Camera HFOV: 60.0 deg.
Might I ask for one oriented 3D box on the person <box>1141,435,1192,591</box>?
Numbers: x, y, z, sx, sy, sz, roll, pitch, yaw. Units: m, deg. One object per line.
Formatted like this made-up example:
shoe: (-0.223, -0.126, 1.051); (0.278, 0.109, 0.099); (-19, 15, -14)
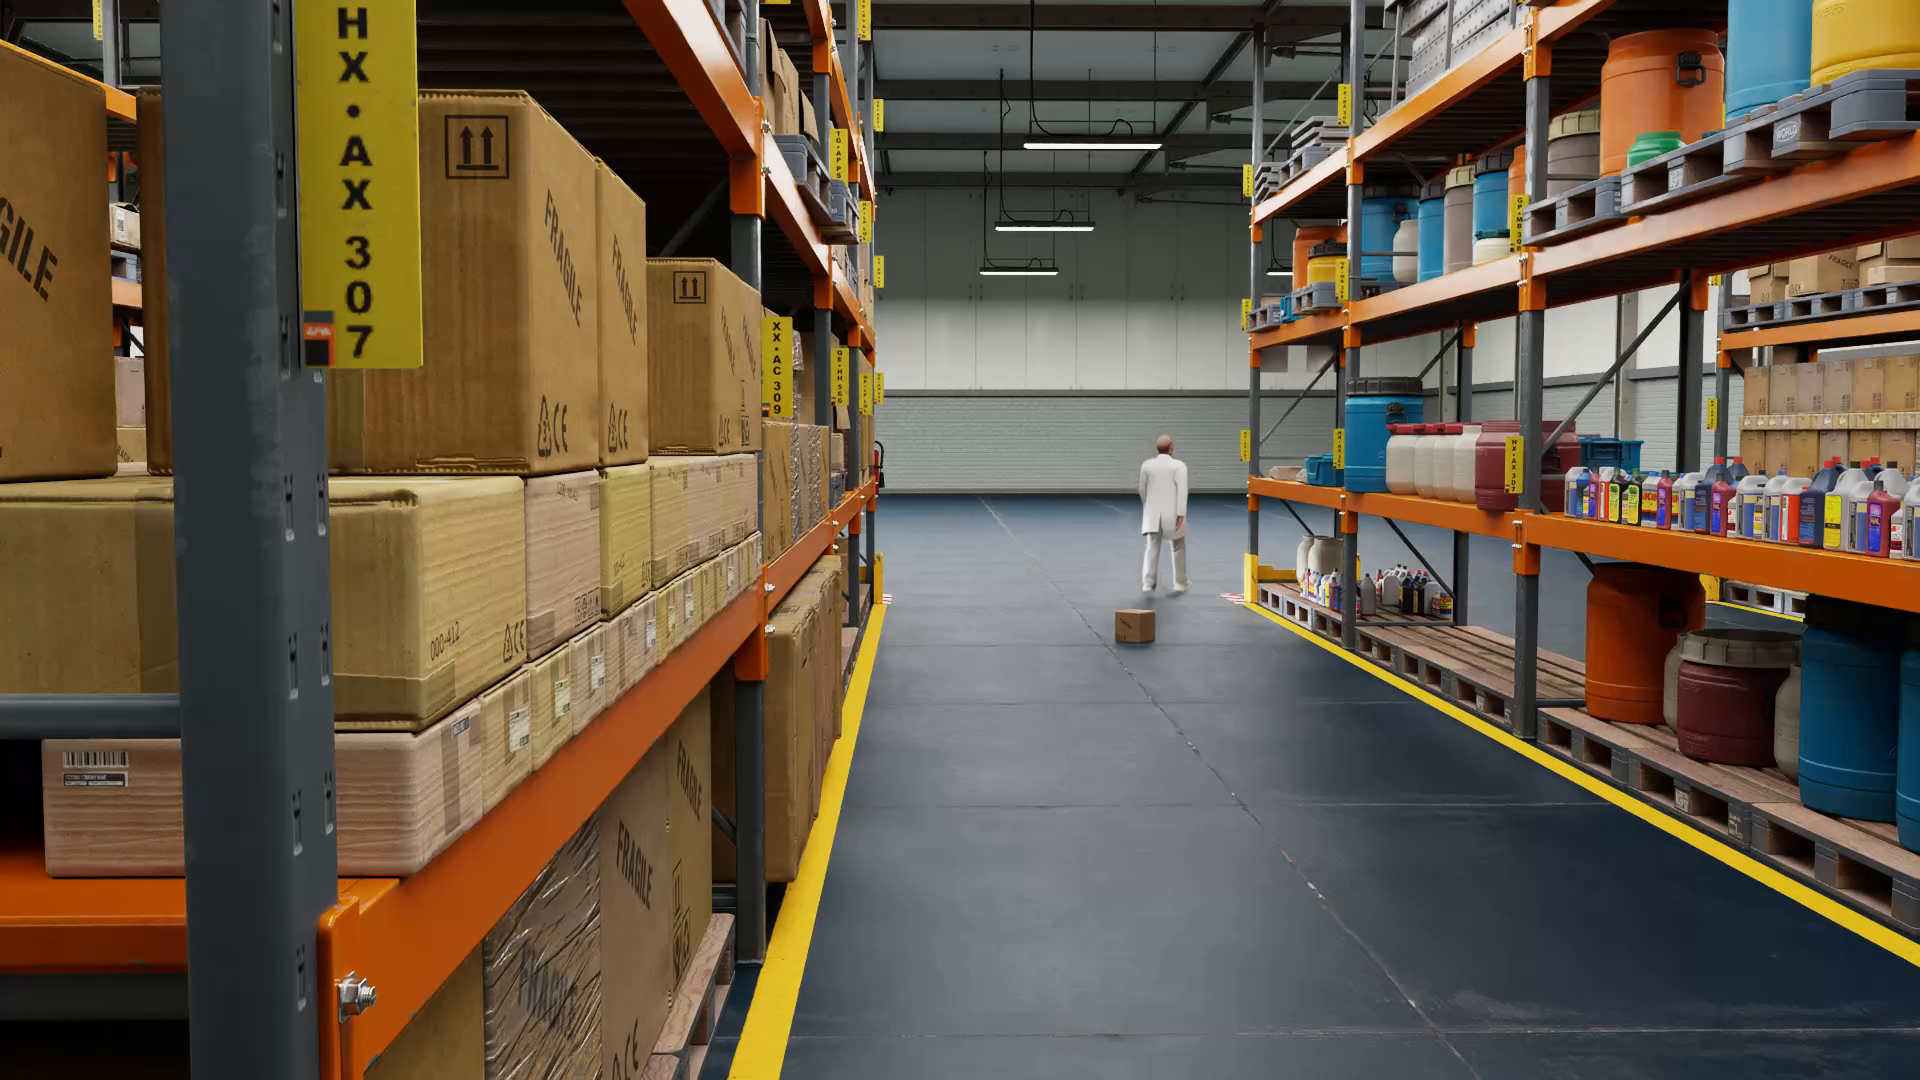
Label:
person: (2.291, -0.288, 18.306); (0.583, 1.726, 1.046); (1, 4, 18)
